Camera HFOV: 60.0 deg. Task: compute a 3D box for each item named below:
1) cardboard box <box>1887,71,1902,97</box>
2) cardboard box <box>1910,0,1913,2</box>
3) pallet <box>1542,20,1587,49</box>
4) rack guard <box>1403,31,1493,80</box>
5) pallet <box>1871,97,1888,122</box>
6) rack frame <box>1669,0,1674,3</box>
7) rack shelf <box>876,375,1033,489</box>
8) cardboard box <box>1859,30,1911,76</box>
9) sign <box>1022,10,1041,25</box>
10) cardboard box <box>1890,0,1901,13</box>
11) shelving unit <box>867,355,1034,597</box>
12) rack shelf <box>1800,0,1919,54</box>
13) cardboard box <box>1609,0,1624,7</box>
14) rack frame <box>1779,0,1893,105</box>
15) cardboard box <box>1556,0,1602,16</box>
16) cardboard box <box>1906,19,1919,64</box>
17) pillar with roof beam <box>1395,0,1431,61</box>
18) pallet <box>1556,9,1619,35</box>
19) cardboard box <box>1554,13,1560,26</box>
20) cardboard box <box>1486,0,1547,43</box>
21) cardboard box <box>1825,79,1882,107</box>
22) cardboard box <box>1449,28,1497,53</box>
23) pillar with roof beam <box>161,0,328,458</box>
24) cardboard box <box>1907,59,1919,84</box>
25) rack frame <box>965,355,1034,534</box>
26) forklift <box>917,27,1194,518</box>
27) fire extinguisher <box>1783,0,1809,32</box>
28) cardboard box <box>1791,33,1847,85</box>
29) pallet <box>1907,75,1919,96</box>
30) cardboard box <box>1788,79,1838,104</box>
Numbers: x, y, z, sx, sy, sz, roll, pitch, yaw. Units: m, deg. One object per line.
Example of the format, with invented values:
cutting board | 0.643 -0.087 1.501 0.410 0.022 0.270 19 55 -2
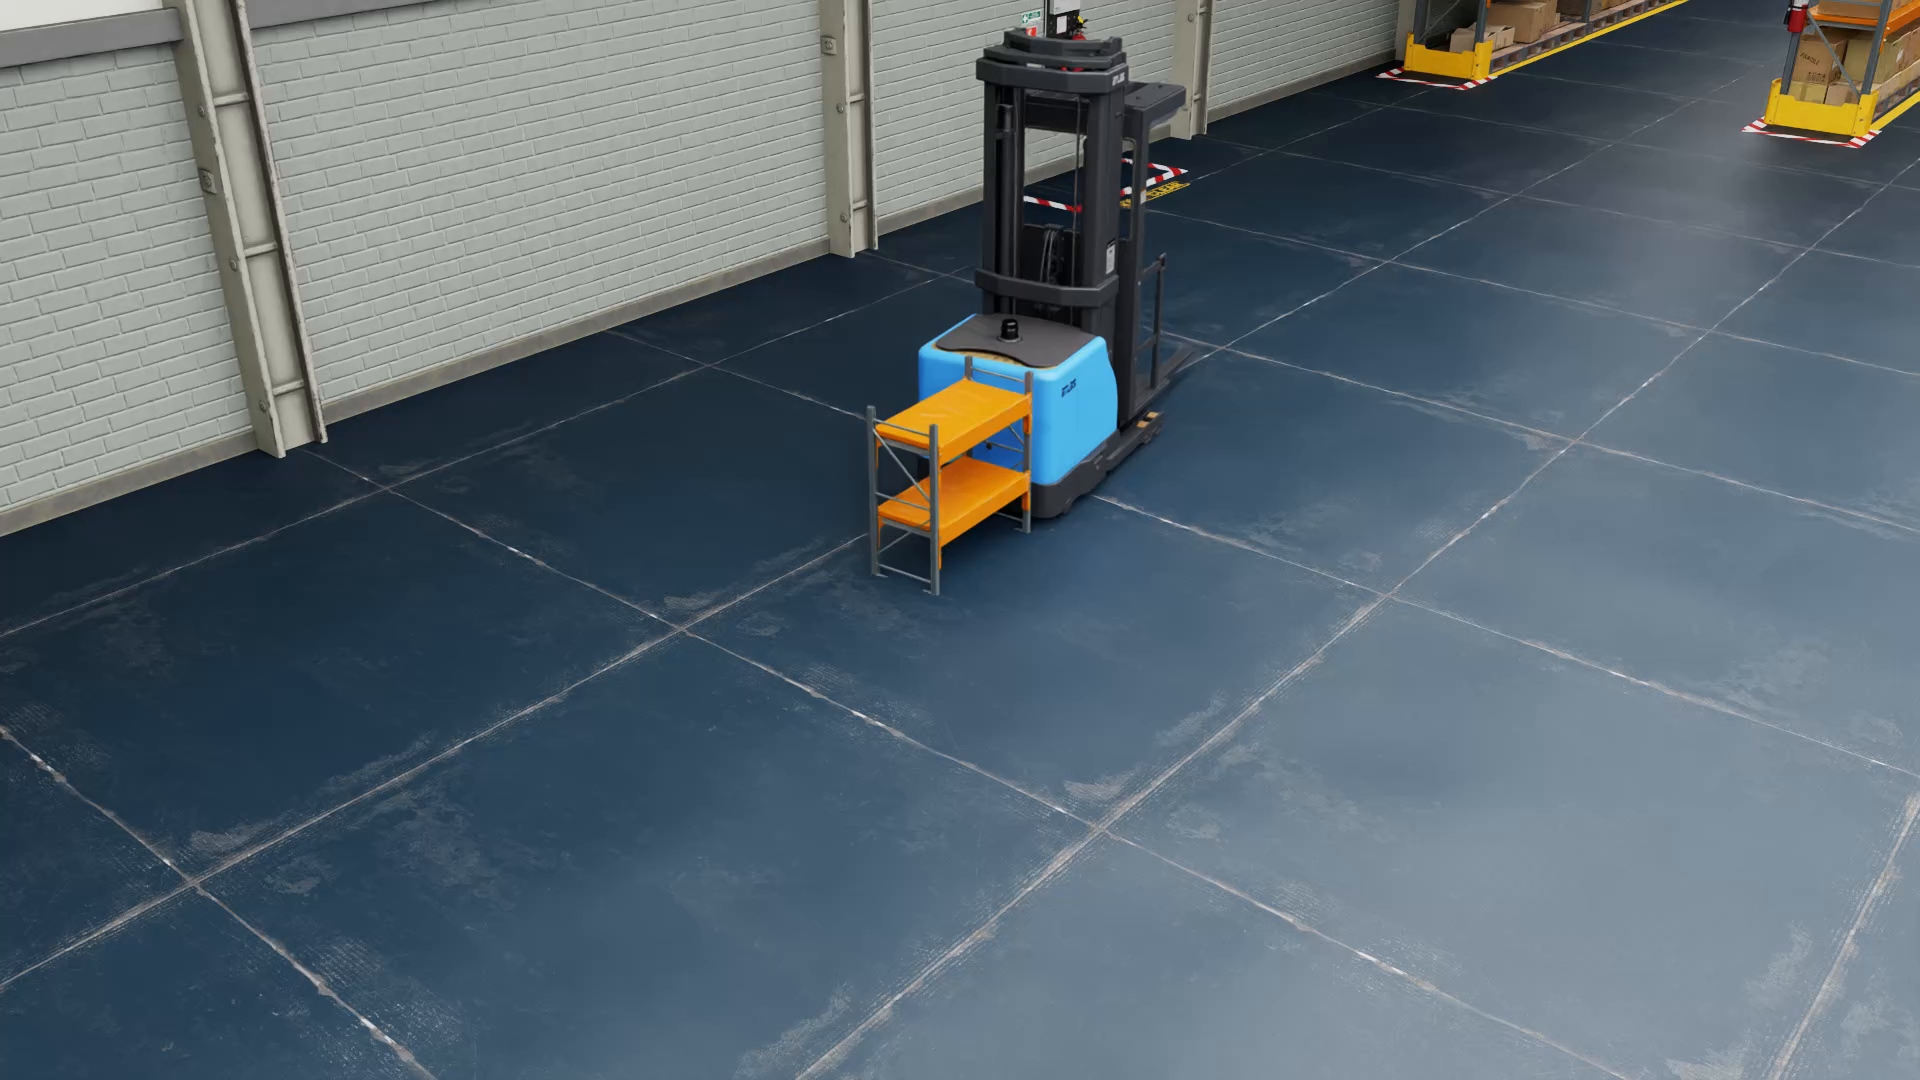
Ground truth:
cardboard box | 11.785 -5.911 21.447 0.500 0.250 0.500 21 34 34
cardboard box | 11.928 -7.221 21.335 0.700 0.500 0.500 22 35 36
pallet | 8.959 -7.843 25.681 1.003 0.211 1.213 21 34 34
rack guard | 6.863 -6.828 23.406 1.175 0.500 0.348 21 34 34
pallet | 11.093 -5.510 21.172 1.003 0.211 1.213 21 34 34
rack frame | 11.903 -10.748 28.262 1.000 3.000 0.127 21 34 34
rack shelf | -0.048 -0.677 10.197 0.538 0.278 1.000 18 32 31
cardboard box | 11.776 -6.248 21.282 0.500 0.500 0.500 21 34 34
sign | 0.753 -5.505 17.511 0.001 0.109 0.331 21 34 34
cardboard box | 11.276 -6.859 20.635 0.700 0.500 0.500 22 34 36
shelving unit | -0.048 -0.417 10.331 0.538 1.125 1.048 18 32 31
rack shelf | 11.911 -6.855 21.519 1.077 0.370 4.000 21 34 34
cardboard box | 10.459 -9.048 27.217 0.700 0.500 0.500 21 34 35
rack frame | 10.639 -6.465 19.983 1.000 3.000 0.127 21 34 34
cardboard box | 9.814 -8.681 26.508 0.700 0.500 0.500 22 35 36
cardboard box | 12.415 -6.601 21.965 0.500 0.500 0.500 21 34 34
pillar with roof beam | 9.914 -9.819 19.937 9.100 9.000 0.400 21 34 34
pallet | 9.853 -8.368 26.696 1.003 0.211 1.213 21 34 34
cardboard box | 9.041 -8.068 25.687 0.380 0.166 0.250 16 31 28
cardboard box | 8.192 -7.664 24.541 0.700 0.500 0.500 18 33 31
cardboard box | 11.152 -5.556 20.760 0.500 0.250 0.500 21 34 34
cardboard box | 7.324 -7.132 23.719 0.500 0.311 0.500 17 32 29
pillar with roof beam | -1.535 -3.437 7.601 9.100 9.000 0.400 21 34 34
cardboard box | 12.425 -6.265 22.130 0.500 0.250 0.500 21 34 34
rack frame | 0.244 -0.608 10.701 0.500 1.125 0.032 18 32 31
forklift | 0.851 -2.090 11.599 1.130 2.935 3.031 14 30 25
fire extinguisher | 10.205 -6.525 20.182 0.296 0.674 0.183 21 34 34
cardboard box | 10.750 -6.041 20.882 0.500 0.500 0.500 21 34 34
pallet | 12.645 -6.375 22.844 1.003 0.211 1.213 21 34 34
cardboard box | 10.752 -5.707 21.053 0.500 0.250 0.500 21 34 34
